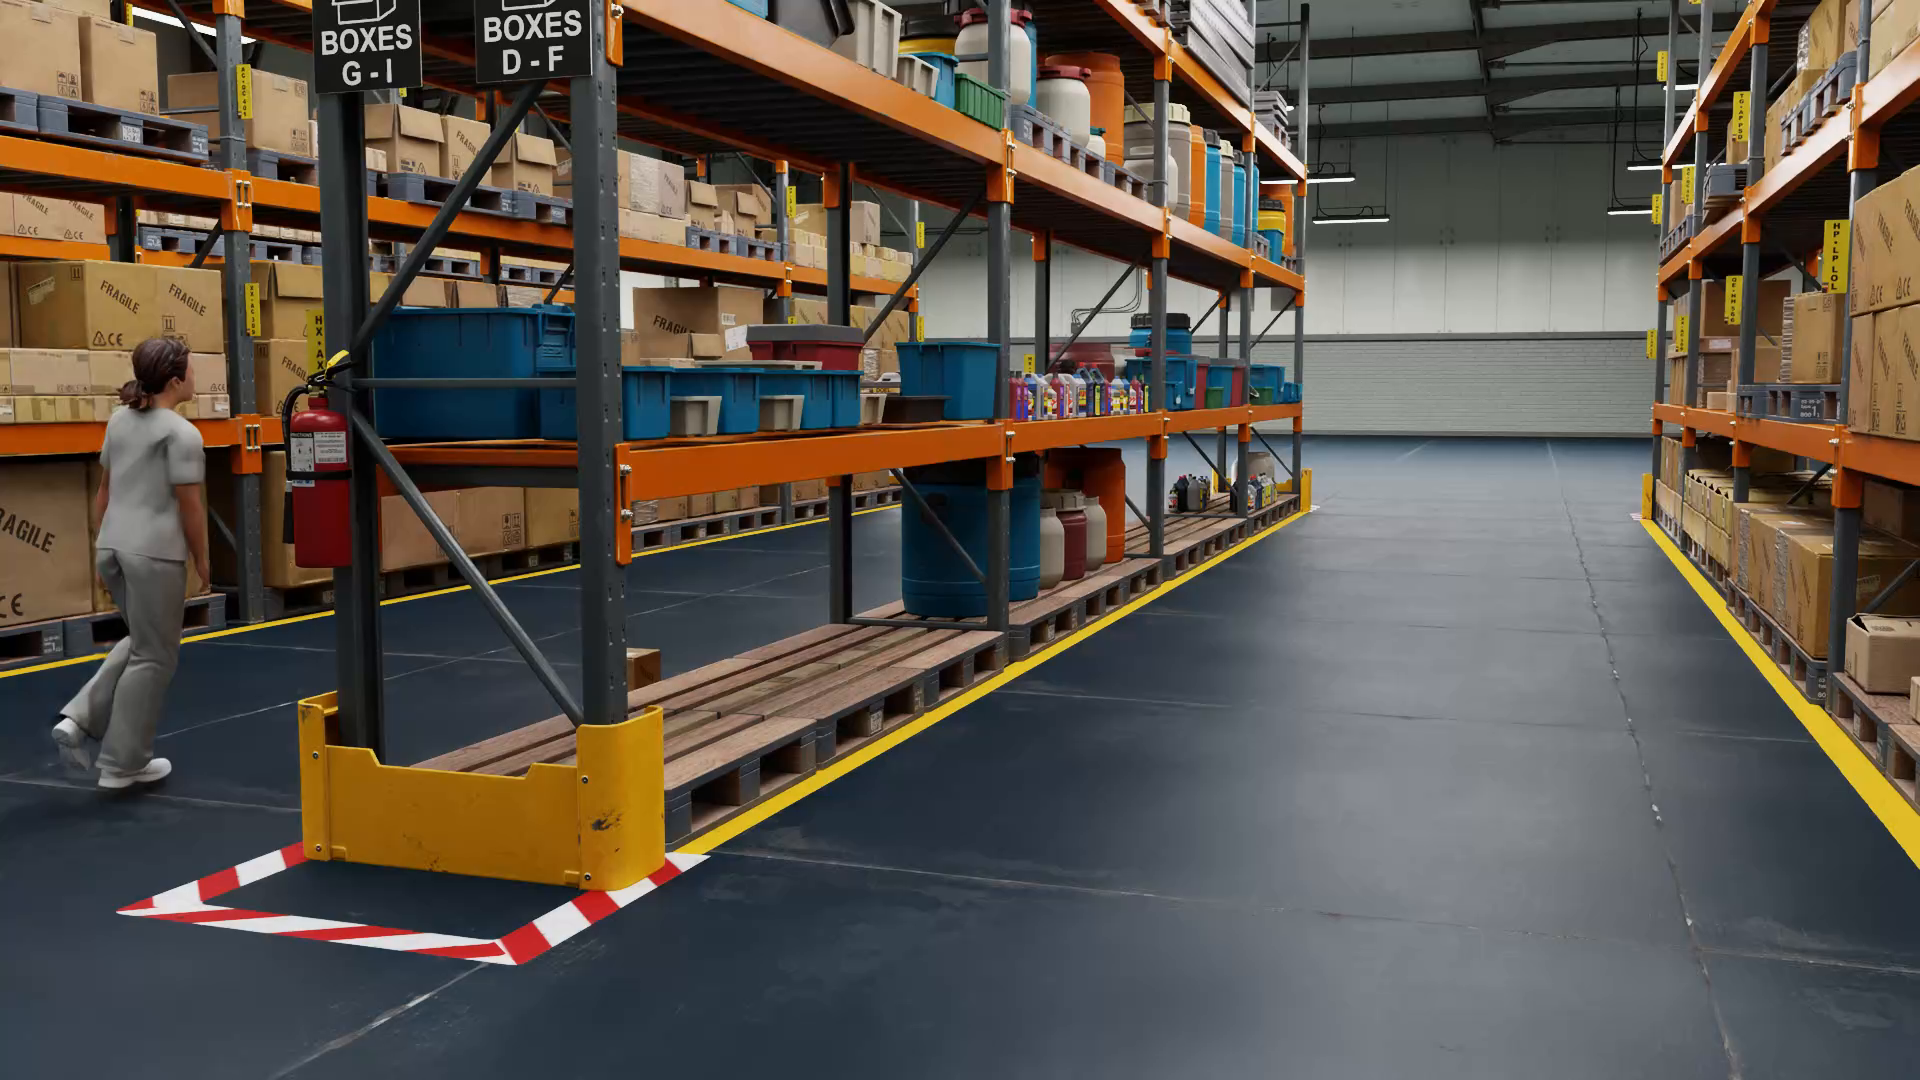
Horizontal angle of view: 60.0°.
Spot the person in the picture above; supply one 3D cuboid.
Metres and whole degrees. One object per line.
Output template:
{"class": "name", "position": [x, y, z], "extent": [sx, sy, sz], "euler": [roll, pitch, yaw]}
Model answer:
{"class": "person", "position": [-3.043, 0.084, 6.129], "extent": [0.616, 1.647, 0.460], "euler": [3, 6, 27]}
